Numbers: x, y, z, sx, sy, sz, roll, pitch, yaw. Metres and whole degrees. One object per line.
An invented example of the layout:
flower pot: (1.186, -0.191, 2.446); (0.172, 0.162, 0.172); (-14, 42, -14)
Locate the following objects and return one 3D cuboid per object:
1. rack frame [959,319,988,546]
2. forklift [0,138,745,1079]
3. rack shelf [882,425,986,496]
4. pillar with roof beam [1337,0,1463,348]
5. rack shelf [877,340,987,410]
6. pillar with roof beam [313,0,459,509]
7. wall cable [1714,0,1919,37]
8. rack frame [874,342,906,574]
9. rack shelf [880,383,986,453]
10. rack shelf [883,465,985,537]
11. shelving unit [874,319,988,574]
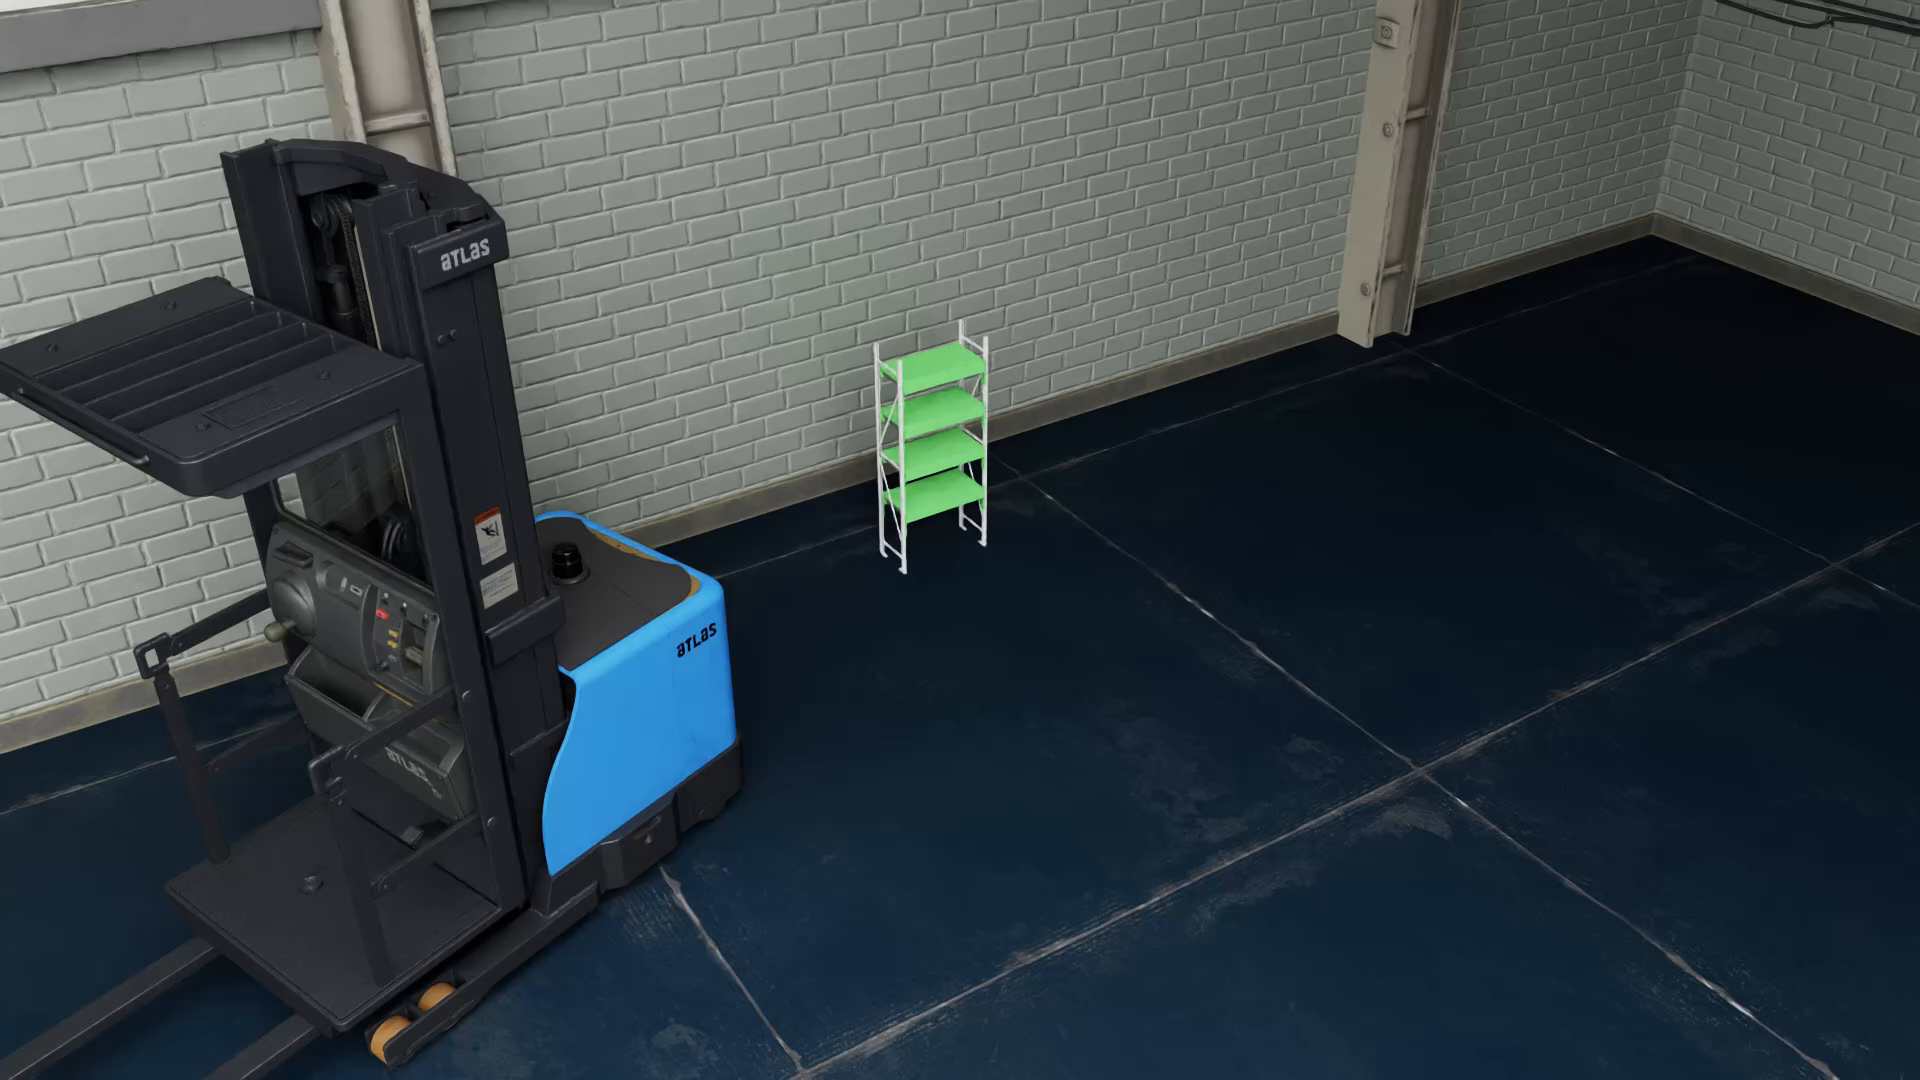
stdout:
rack frame: (0.066, -0.530, 8.466); (0.015, 1.200, 0.240); (-19, 37, -27)
forklift: (-2.199, 0.301, 5.525); (1.130, 2.935, 3.031); (22, 38, 31)
rack shelf: (-0.139, -0.406, 8.388); (0.480, 0.148, 0.258); (-19, 37, -27)
pillar with roof beam: (5.034, -3.236, 5.445); (0.400, 9.000, 9.100); (-19, 37, -27)
rack shelf: (-0.139, -0.812, 8.132); (0.480, 0.148, 0.258); (-19, 37, -27)
pillar with roof beam: (-0.009, -1.501, 2.696); (0.400, 9.000, 9.100); (-19, 37, -27)
wall cable: (5.895, -4.112, 9.744); (0.112, 2.526, 3.097); (-19, 37, -27)
rack frame: (-0.344, -0.389, 8.242); (0.015, 1.200, 0.240); (-19, 37, -27)
rack shelf: (-0.139, -0.609, 8.260); (0.480, 0.148, 0.258); (-19, 37, -27)
rack shelf: (-0.139, -0.203, 8.516); (0.480, 0.148, 0.258); (-19, 37, -27)
shelving unit: (-0.139, -0.460, 8.354); (0.503, 1.200, 0.258); (-19, 37, -27)
